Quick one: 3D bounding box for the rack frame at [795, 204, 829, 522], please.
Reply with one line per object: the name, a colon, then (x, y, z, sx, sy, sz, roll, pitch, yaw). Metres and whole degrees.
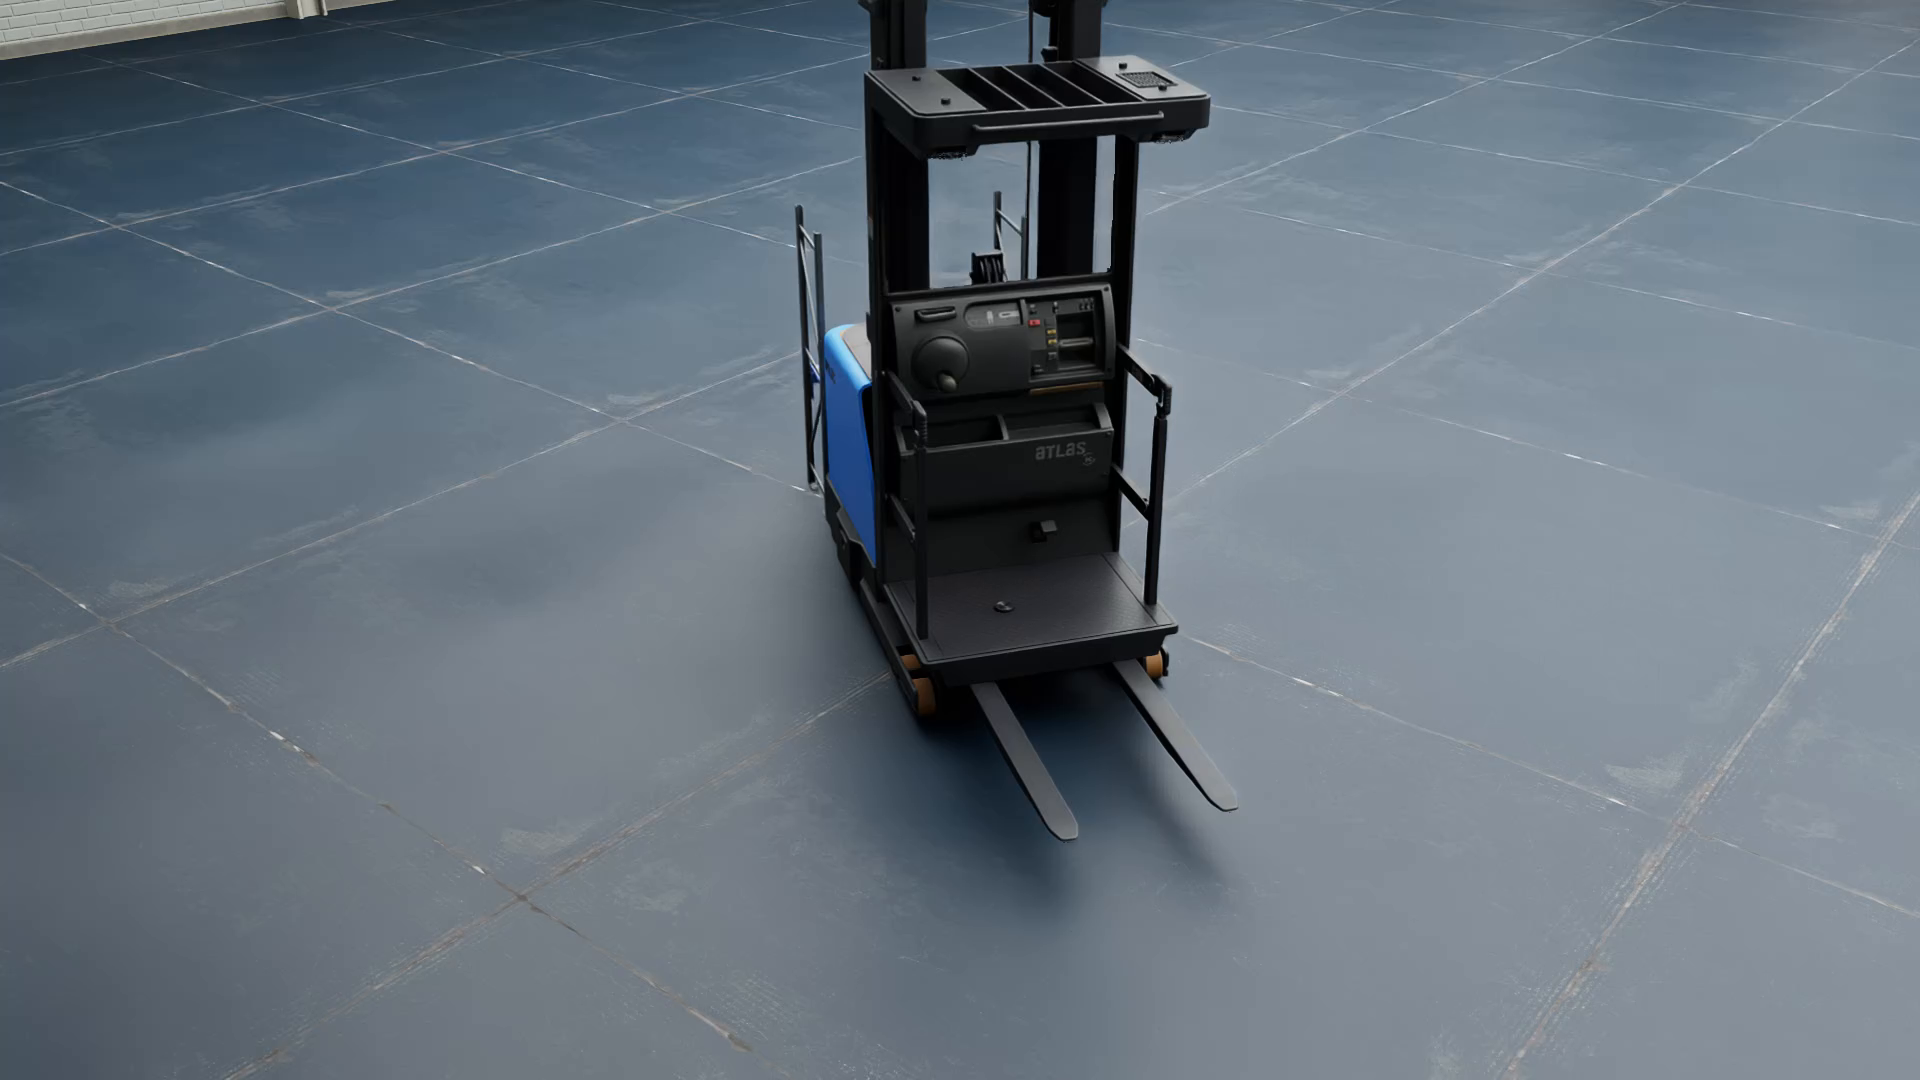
rack frame: (-0.728, -0.871, 8.302, 0.032, 1.500, 0.500, -7, 28, -14)

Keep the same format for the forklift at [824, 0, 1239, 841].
forklift: (0.246, -0.774, 6.557, 1.130, 2.935, 3.031, -8, 28, -15)

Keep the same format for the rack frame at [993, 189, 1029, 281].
rack frame: (0.250, -0.999, 8.549, 0.032, 1.500, 0.500, -7, 28, -14)

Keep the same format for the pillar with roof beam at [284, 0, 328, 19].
pillar with roof beam: (-4.974, -9.405, 16.637, 9.100, 9.000, 0.400, 21, 34, 34)

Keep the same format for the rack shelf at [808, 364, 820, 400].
rack shelf: (-0.239, -0.776, 8.508, 1.000, 0.185, 0.538, -7, 28, -14)

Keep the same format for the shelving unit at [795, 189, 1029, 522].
shelving unit: (-0.239, -0.935, 8.426, 1.048, 1.500, 0.538, -7, 28, -14)
